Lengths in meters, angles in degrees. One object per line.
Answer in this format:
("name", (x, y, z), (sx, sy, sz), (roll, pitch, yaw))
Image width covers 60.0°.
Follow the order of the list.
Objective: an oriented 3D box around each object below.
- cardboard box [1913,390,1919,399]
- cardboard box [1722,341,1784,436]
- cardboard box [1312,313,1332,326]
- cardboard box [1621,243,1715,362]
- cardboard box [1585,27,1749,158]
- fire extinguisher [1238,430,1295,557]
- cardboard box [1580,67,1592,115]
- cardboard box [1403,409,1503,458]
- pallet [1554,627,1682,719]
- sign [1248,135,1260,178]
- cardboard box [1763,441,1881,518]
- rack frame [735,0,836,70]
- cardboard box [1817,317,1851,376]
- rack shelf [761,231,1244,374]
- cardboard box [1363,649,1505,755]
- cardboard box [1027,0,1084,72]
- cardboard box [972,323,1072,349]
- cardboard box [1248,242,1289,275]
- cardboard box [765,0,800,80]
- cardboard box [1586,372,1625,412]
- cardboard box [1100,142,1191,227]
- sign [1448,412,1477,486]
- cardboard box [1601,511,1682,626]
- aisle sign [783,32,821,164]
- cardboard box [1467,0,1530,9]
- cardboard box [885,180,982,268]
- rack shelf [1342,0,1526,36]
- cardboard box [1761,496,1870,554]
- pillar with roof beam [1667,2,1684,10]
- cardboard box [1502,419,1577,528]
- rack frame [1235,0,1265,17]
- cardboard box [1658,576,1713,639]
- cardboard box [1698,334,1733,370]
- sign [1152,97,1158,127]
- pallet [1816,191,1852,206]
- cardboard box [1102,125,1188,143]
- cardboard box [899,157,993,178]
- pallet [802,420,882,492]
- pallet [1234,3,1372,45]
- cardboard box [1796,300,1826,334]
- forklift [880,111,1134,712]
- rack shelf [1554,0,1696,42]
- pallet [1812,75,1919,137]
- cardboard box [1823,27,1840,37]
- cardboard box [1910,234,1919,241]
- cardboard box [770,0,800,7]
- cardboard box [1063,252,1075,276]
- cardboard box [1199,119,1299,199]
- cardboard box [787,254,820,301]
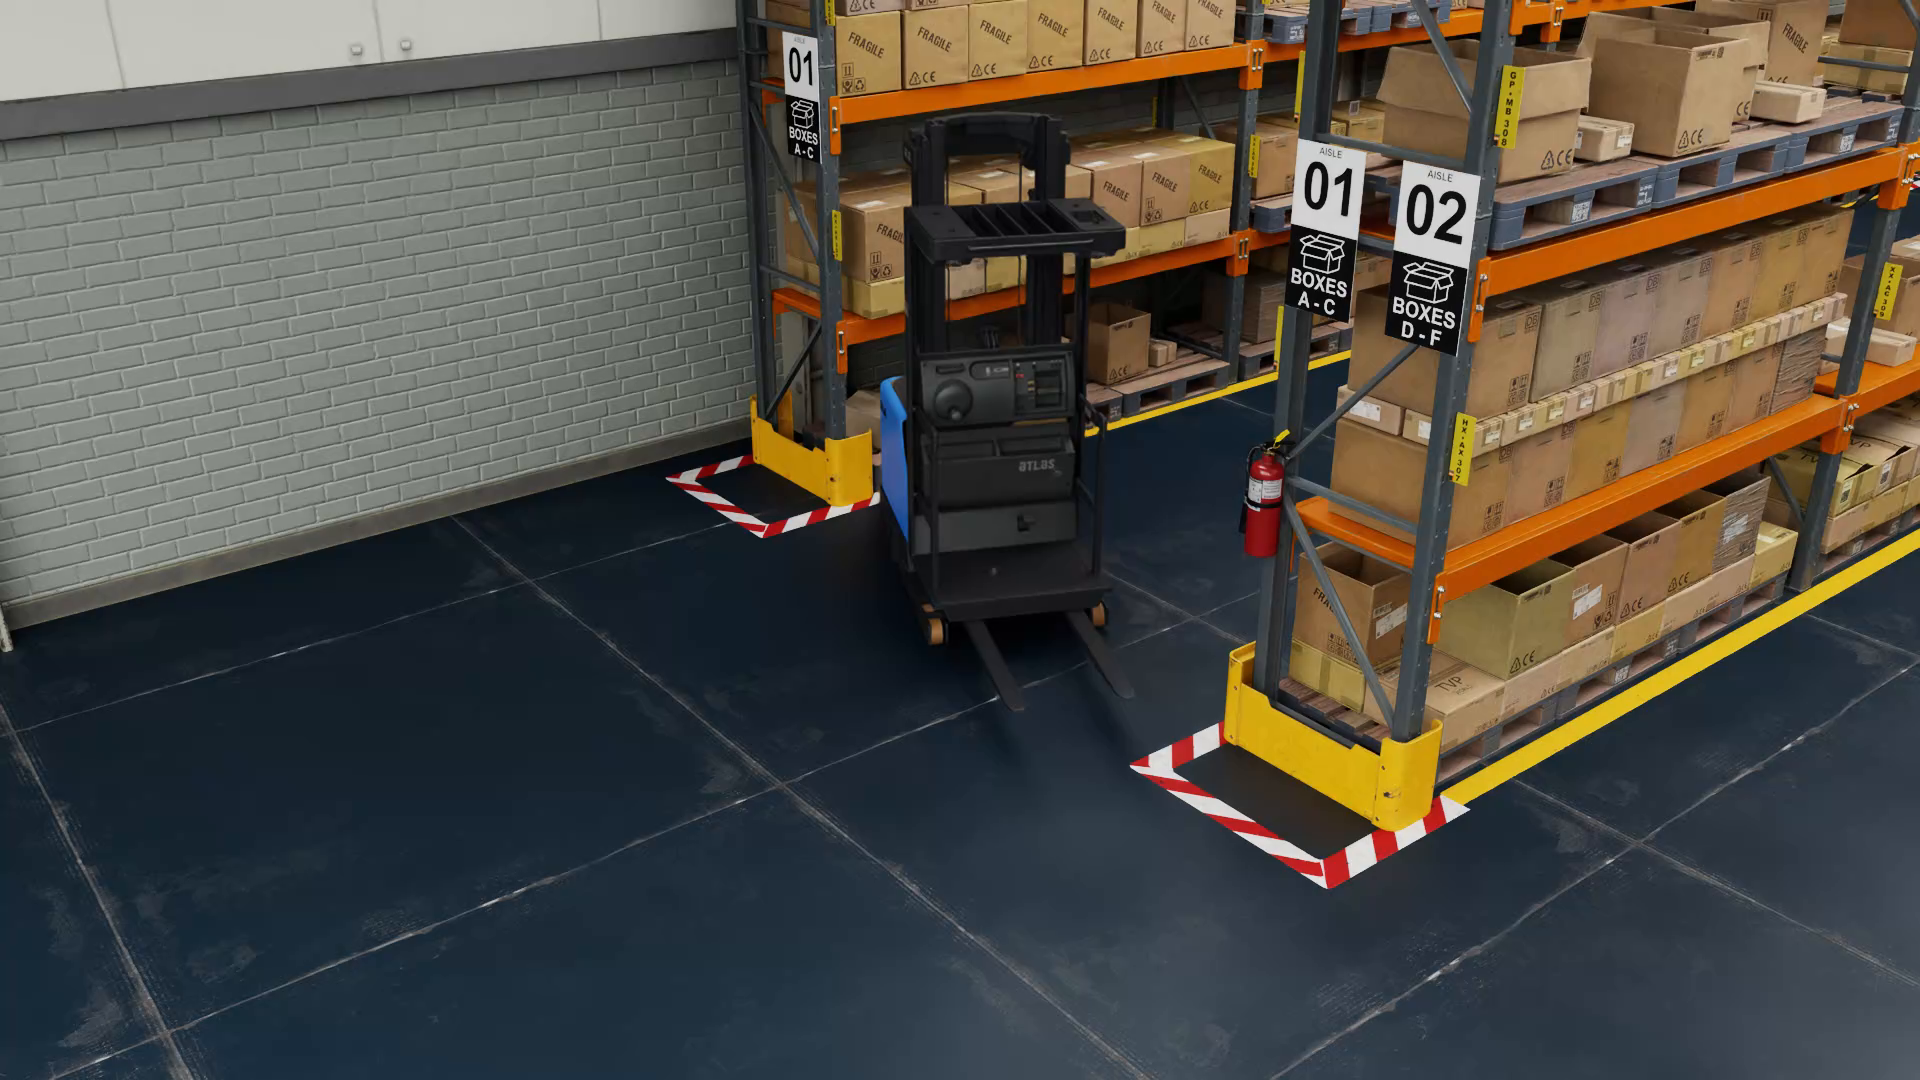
("cardboard box", (7.140, -0.953, 11.841), (0.500, 0.311, 0.500), (-18, 31, -34))
("cardboard box", (4.300, -0.990, 9.701), (0.500, 0.500, 0.700), (-19, 31, -35))
("cardboard box", (2.941, -2.254, 14.991), (0.500, 0.500, 0.700), (-19, 31, -35))
("cardboard box", (3.526, -1.326, 8.885), (0.500, 0.500, 0.700), (-18, 31, -34))
("cardboard box", (3.384, -2.163, 8.000), (0.500, 0.500, 0.500), (-18, 31, -34))
("fire extinguisher", (1.529, -0.250, 8.317), (0.183, 0.674, 0.296), (-18, 31, -34))
("cardboard box", (3.090, -2.267, 8.449), (0.500, 0.311, 0.500), (-14, 28, -28))
("cardboard box", (2.350, -0.532, 7.944), (0.250, 0.149, 0.380), (-19, 31, -34))
("pallet", (3.444, 0.575, 9.759), (1.213, 0.211, 1.003), (-18, 31, -34))
("sign", (2.337, -3.056, 13.243), (0.005, 0.325, 0.100), (-18, 31, -34))
("cardboard box", (5.535, -0.423, 10.700), (0.500, 0.311, 0.500), (-18, 30, -34))
("rack frame", (-1.151, -4.523, 10.306), (0.127, 3.000, 1.000), (-18, 31, -34))
("cardboard box", (5.417, -1.275, 10.613), (0.500, 0.250, 0.500), (-16, 29, -31))
("rack shelf", (0.423, -1.995, 12.840), (4.000, 0.370, 1.077), (-18, 31, -34))
("cardboard box", (2.468, 0.829, 8.667), (0.500, 0.250, 0.500), (-18, 31, -34))
("cardboard box", (0.526, -3.631, 11.805), (0.500, 0.500, 0.500), (-16, 29, -31))
("cardboard box", (0.506, -1.340, 13.020), (0.500, 0.500, 0.700), (-21, 32, -37))
("cardboard box", (2.910, -2.559, 14.757), (0.500, 0.250, 0.500), (-19, 31, -35))
("cardboard box", (-0.979, -3.409, 11.327), (0.500, 0.500, 0.500), (-16, 29, -30))
("cardboard box", (3.162, -0.801, 8.523), (0.250, 0.149, 0.380), (-19, 31, -36))
("cardboard box", (1.426, -2.765, 12.909), (0.500, 0.500, 0.500), (-18, 31, -34))
("sign", (2.246, -0.405, 7.437), (0.005, 0.325, 0.100), (-18, 31, -34))
("cardboard box", (3.650, 0.100, 9.347), (0.500, 0.500, 0.500), (-18, 31, -34))
("aisle sign", (-1.023, -2.863, 10.768), (0.004, 0.787, 0.394), (-18, 31, -34))
("cardboard box", (4.744, -4.933, 14.834), (0.500, 0.311, 0.500), (-18, 31, -34))
("cardboard box", (-0.195, -2.233, 11.761), (0.500, 0.500, 0.500), (-18, 30, -34))
("rack shelf", (3.482, -2.895, 8.128), (4.000, 0.370, 1.077), (-18, 31, -34))
("cardboard box", (5.527, -0.167, 10.814), (0.500, 0.250, 0.500), (-19, 31, -35))
("pillar with roof beam", (10.965, -6.683, 14.959), (0.400, 9.000, 9.100), (-18, 31, -34))
("cardboard box", (2.694, -0.462, 8.564), (0.500, 0.500, 0.700), (-17, 30, -33))
("rack frame", (1.997, -5.562, 12.545), (0.127, 3.000, 1.000), (-18, 31, -34))
("cardboard box", (4.042, 0.310, 9.786), (0.500, 0.250, 0.500), (-18, 31, -34))
("cardboard box", (3.974, -1.070, 9.102), (0.250, 0.149, 0.380), (-17, 30, -33))
("sign", (1.651, -3.549, 13.959), (0.005, 0.325, 0.100), (-18, 31, -34))
("pallet", (9.899, -4.144, 19.929), (1.213, 0.211, 1.003), (-18, 31, -34))
("cardboard box", (1.498, -3.069, 13.564), (0.500, 0.500, 0.500), (-19, 31, -35))
("cardboard box", (-0.105, -2.539, 12.421), (0.500, 0.500, 0.500), (-19, 31, -35))
("pallet", (-0.430, -0.756, 12.628), (1.213, 0.211, 1.003), (-18, 31, -34))
("pallet", (2.548, -4.241, 13.486), (1.003, 0.211, 1.213), (-18, 31, -34))
("cardboard box", (4.779, -1.335, 9.675), (0.250, 0.149, 0.380), (-19, 31, -35))
("forklift", (0.275, -0.875, 9.654), (1.130, 2.935, 3.031), (-5, 25, -11))
("rack shelf", (6.718, -5.434, 16.686), (4.000, 0.370, 1.077), (-18, 31, -34))
("pallet", (5.742, -2.708, 10.186), (1.217, 0.209, 0.805), (-20, 31, -36))
("cardboard box", (9.873, -5.571, 19.334), (0.700, 0.700, 0.980), (-20, 32, -36))
("cardboard box", (6.894, -1.844, 11.541), (0.500, 0.500, 0.500), (-20, 32, -37))
("cardboard box", (-0.973, -3.869, 11.130), (0.500, 0.500, 0.500), (-17, 30, -32))
("cardboard box", (0.632, -2.165, 12.506), (0.500, 0.250, 0.500), (-18, 30, -34))
("cardboard box", (2.418, -3.207, 13.955), (0.500, 0.500, 0.700), (-18, 30, -34))
("cardboard box", (-0.903, -1.929, 11.997), (0.500, 0.250, 0.500), (-18, 30, -33))
